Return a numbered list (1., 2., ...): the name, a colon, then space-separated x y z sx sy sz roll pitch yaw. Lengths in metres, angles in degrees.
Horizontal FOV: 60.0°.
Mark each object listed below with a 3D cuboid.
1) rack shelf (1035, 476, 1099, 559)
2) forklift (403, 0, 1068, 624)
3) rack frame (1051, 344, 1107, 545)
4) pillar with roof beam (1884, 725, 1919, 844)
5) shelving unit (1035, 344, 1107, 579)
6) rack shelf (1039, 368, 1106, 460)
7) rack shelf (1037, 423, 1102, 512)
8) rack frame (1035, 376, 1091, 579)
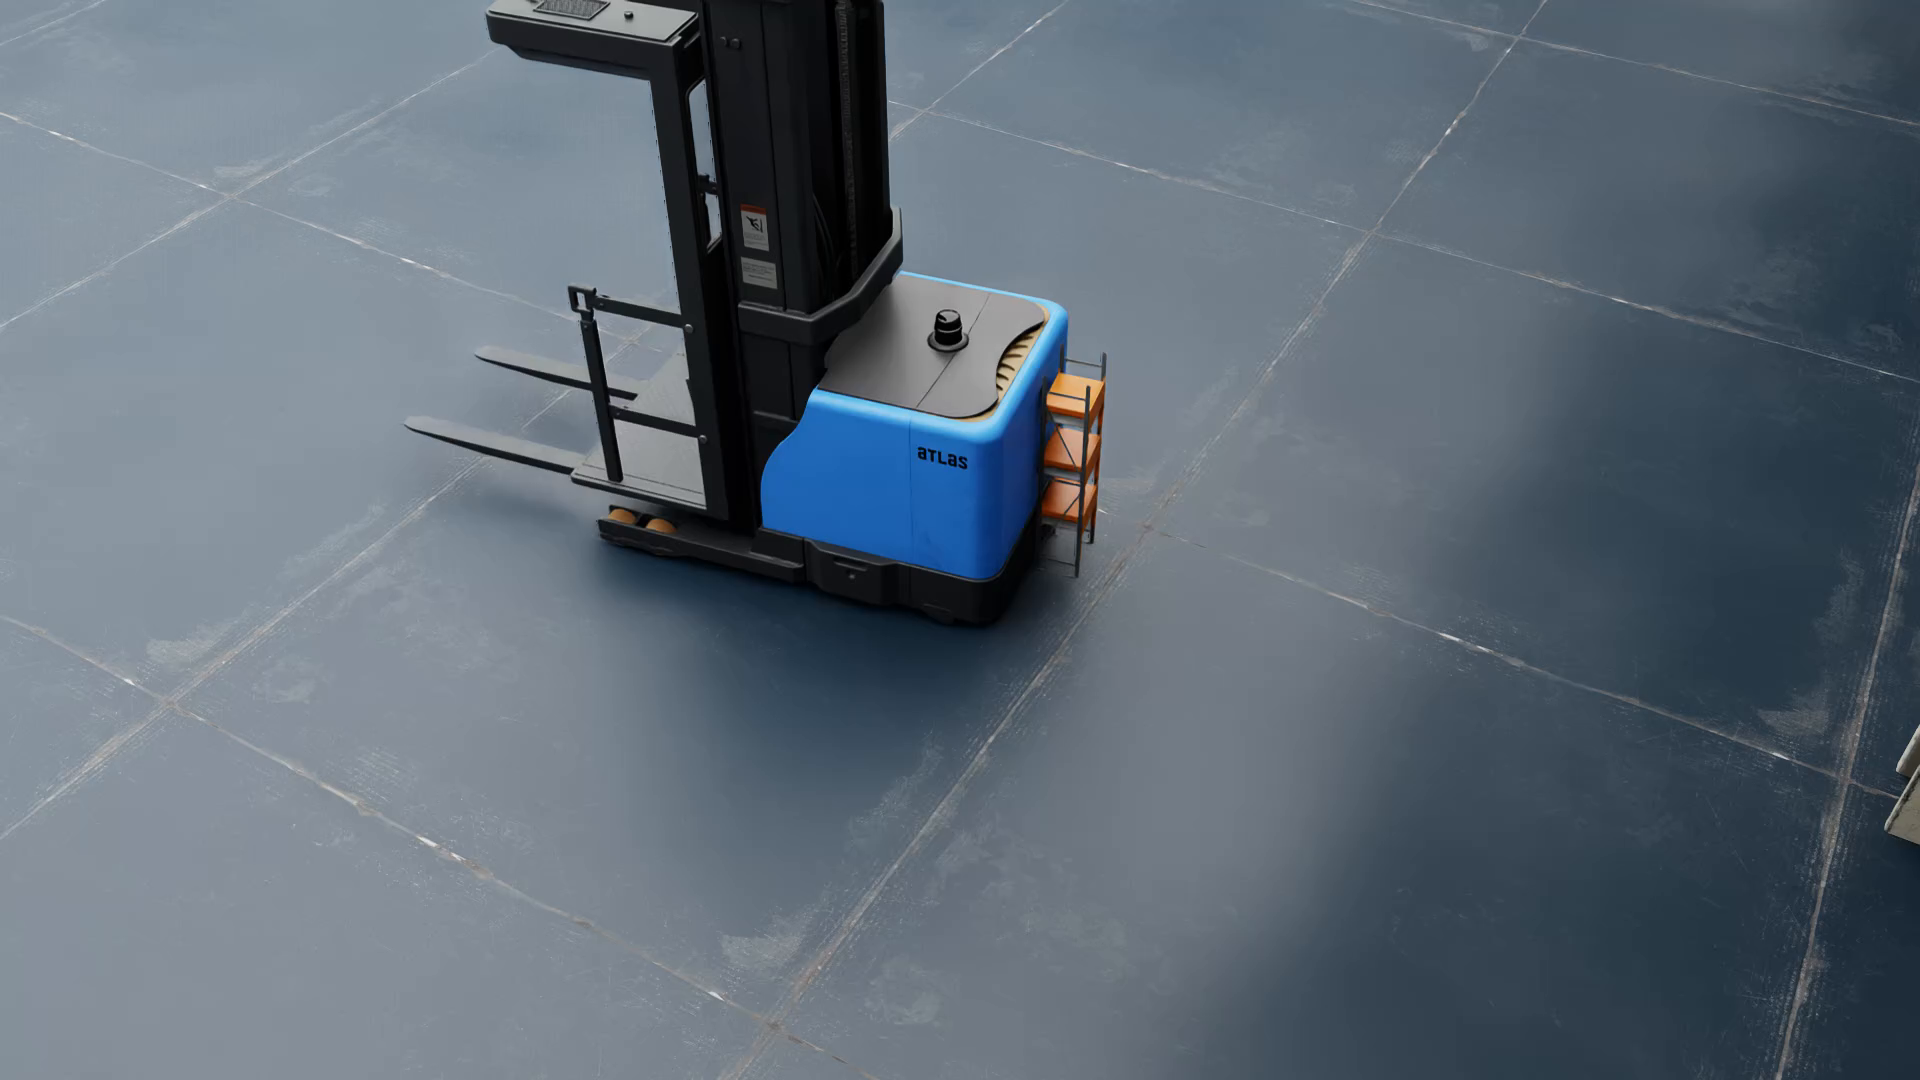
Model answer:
1. rack shelf: 0.470 -0.104 7.326 0.215 0.259 0.240 13 43 14
2. forklift: -1.096 -1.342 6.872 3.031 2.935 1.130 14 43 15
3. rack frame: 0.511 -0.397 7.222 0.200 1.050 0.008 13 43 14
4. pillar with roof beam: 0.013 -3.758 5.024 9.100 9.000 0.400 21 45 22
5. shelving unit: 0.470 -0.321 7.136 0.215 1.050 0.252 13 43 14
6. rack shelf: 0.470 -0.526 6.955 0.215 0.259 0.240 13 43 14
7. rack shelf: 0.470 -0.313 7.143 0.215 0.259 0.240 13 43 14
8. rack frame: 0.430 -0.245 7.049 0.200 1.050 0.008 13 43 14
